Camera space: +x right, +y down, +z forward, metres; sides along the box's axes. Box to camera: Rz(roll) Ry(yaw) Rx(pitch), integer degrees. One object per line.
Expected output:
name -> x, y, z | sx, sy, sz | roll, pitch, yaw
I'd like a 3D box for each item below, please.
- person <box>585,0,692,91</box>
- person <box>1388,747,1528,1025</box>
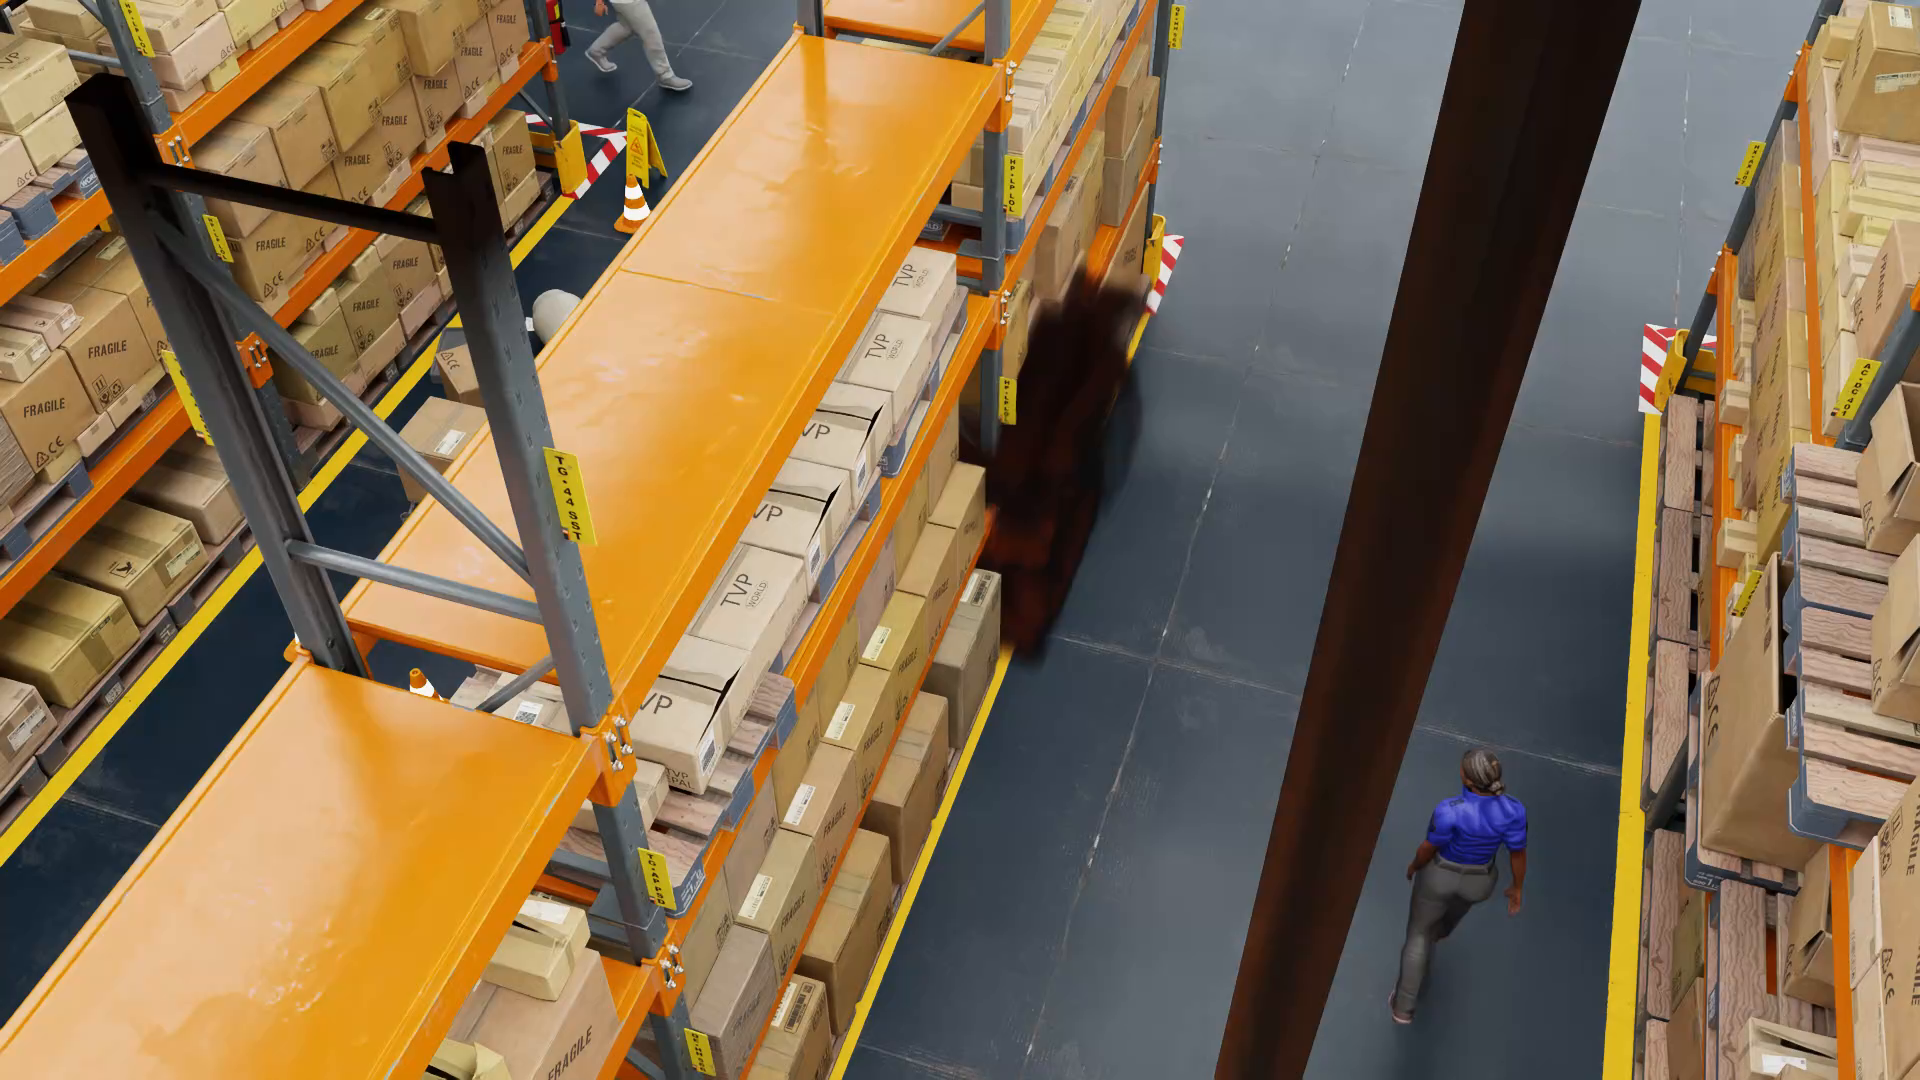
person -> -2.932, -4.837, 14.661 | 1.002, 1.714, 0.503 | 0, 46, 0
person -> 2.439, 1.636, 7.999 | 0.540, 1.616, 0.888 | 9, 46, 9
